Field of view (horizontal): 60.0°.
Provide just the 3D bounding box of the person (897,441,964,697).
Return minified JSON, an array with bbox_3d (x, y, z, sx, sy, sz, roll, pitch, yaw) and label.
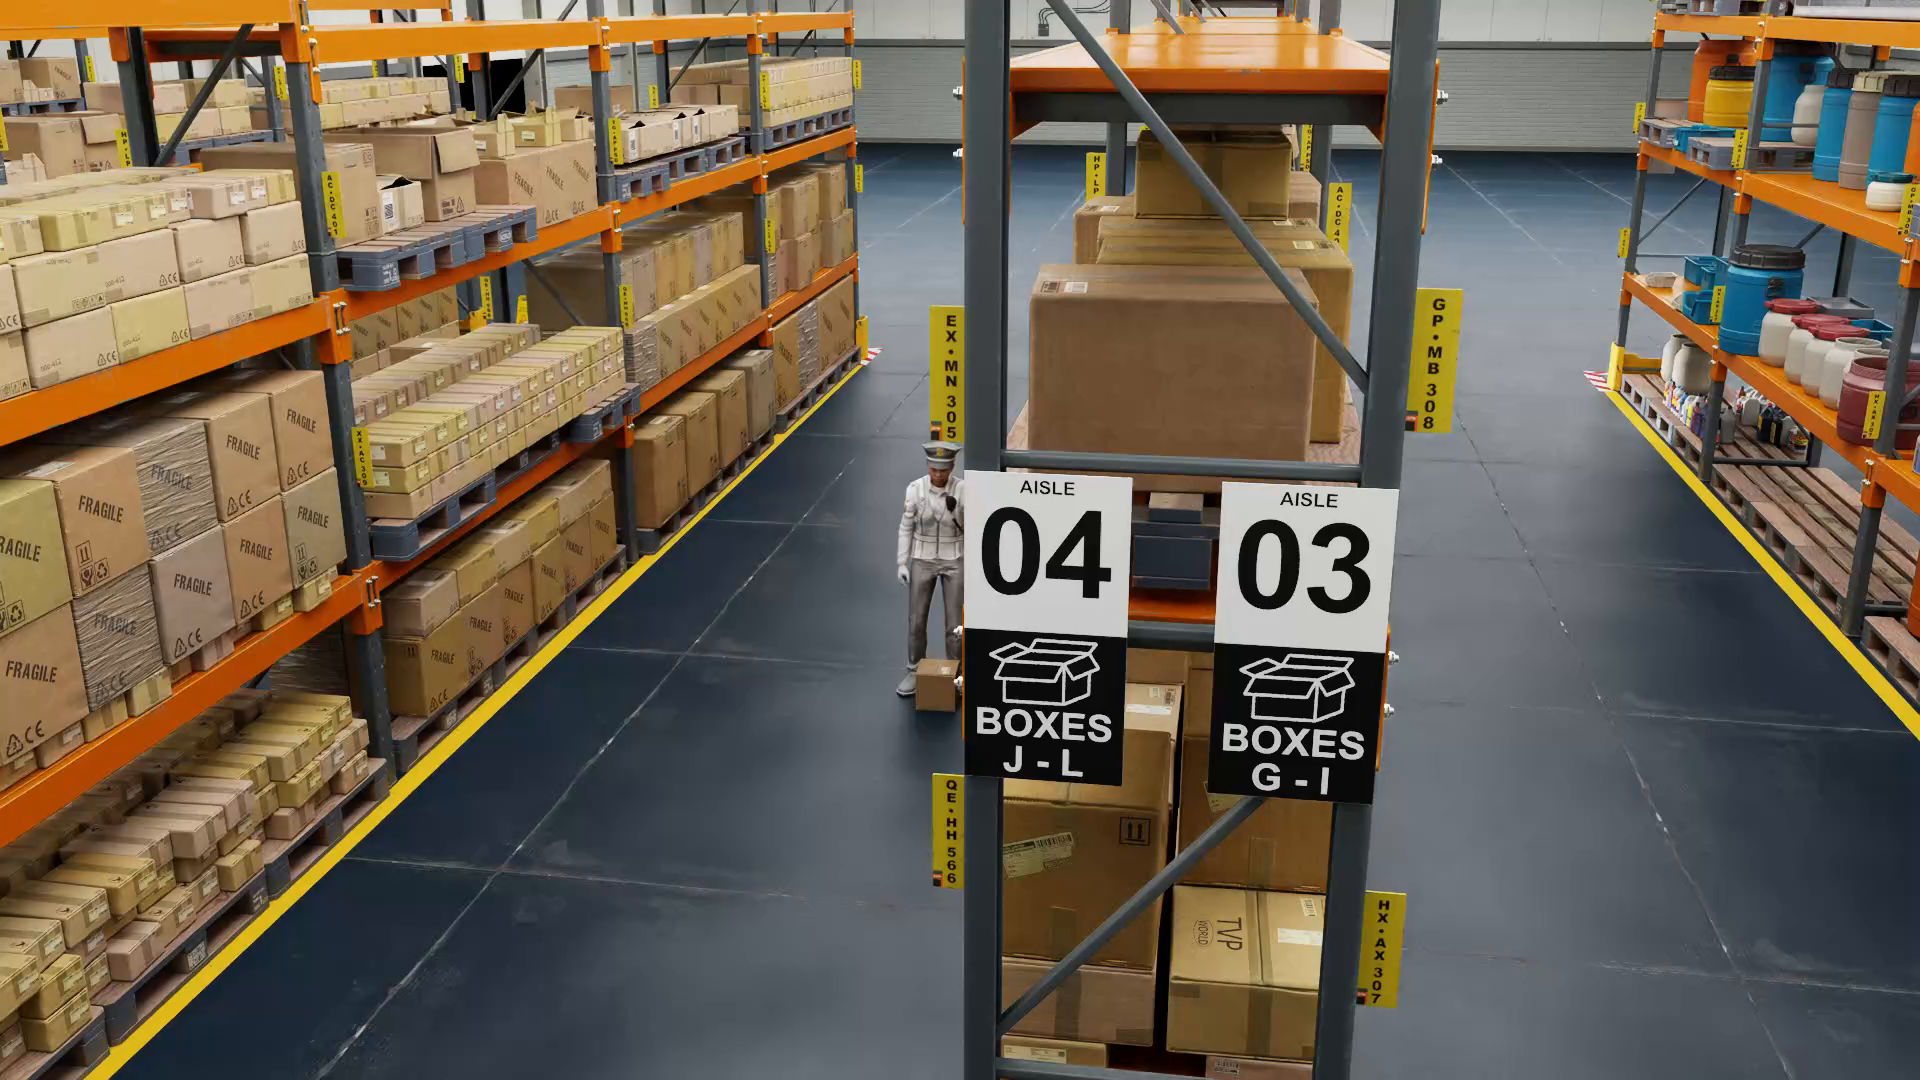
[{"bbox_3d":[-0.129,0.173,10.517,0.539,1.663,0.377,2,18,6],"label":"person"}]
